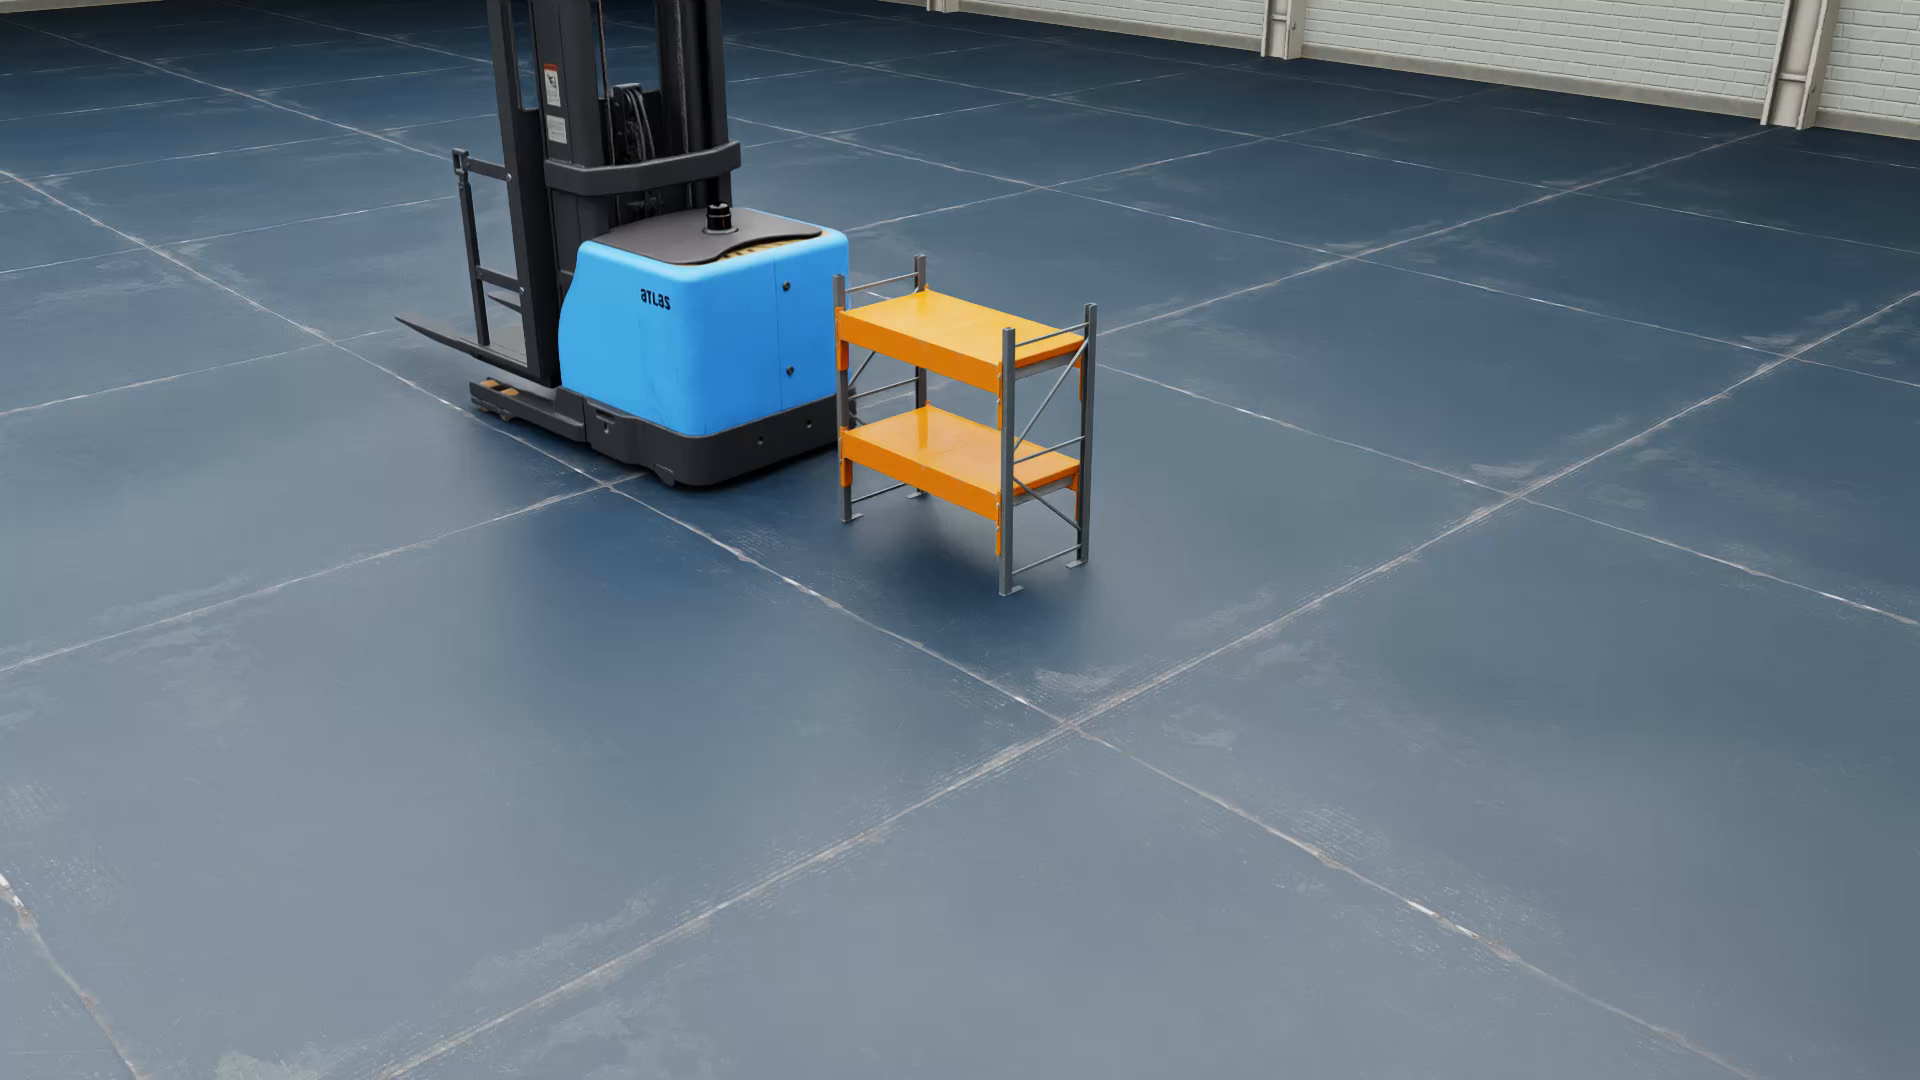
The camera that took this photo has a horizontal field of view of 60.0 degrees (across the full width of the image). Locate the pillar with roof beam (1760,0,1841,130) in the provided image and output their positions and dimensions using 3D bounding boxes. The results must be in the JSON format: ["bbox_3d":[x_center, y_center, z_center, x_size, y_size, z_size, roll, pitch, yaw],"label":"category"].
[{"bbox_3d":[4.823,-6.869,11.466,9.100,9.000,0.400,-21,32,-38],"label":"pillar with roof beam"}]

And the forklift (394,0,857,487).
[{"bbox_3d":[-1.926,-2.087,8.294,3.031,2.935,1.130,22,32,39],"label":"forklift"}]

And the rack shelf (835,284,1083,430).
[{"bbox_3d":[0.005,-0.776,6.891,0.538,0.278,1.000,-21,32,-38],"label":"rack shelf"}]

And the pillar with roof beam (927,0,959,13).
[{"bbox_3d":[-3.379,-10.505,19.435,9.100,9.000,0.400,-21,32,-38],"label":"pillar with roof beam"}]

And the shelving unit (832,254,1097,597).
[{"bbox_3d":[0.005,-0.510,7.012,0.538,1.125,1.048,-21,32,-38],"label":"shelving unit"}]

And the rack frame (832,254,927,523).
[{"bbox_3d":[-0.343,-0.664,7.350,0.500,1.125,0.032,-21,32,-38],"label":"rack frame"}]

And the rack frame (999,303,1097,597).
[{"bbox_3d":[0.352,-0.356,6.674,0.500,1.125,0.032,-21,32,-38],"label":"rack frame"}]

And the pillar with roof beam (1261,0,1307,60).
[{"bbox_3d":[0.722,-8.687,15.450,9.100,9.000,0.400,-21,32,-38],"label":"pillar with roof beam"}]

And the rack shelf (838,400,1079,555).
[{"bbox_3d":[0.005,-0.287,7.114,0.538,0.278,1.000,-21,32,-38],"label":"rack shelf"}]
